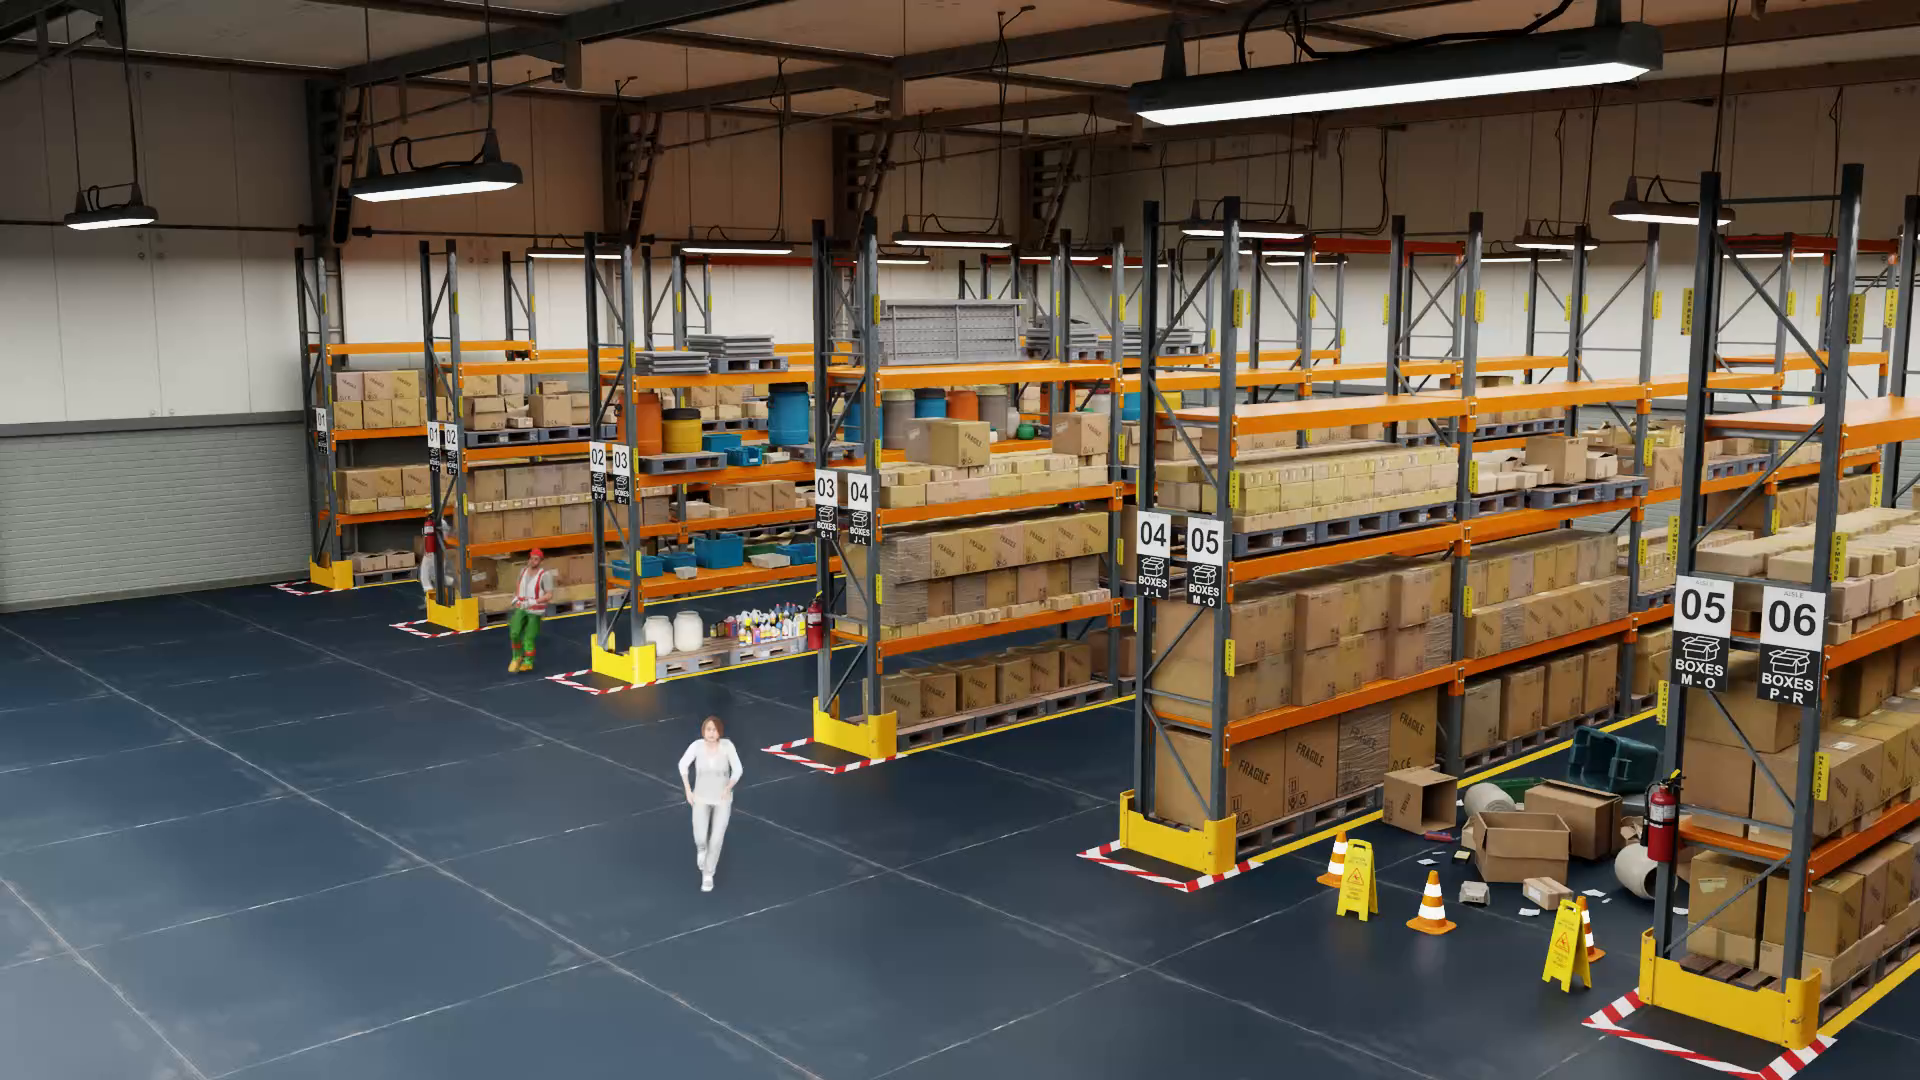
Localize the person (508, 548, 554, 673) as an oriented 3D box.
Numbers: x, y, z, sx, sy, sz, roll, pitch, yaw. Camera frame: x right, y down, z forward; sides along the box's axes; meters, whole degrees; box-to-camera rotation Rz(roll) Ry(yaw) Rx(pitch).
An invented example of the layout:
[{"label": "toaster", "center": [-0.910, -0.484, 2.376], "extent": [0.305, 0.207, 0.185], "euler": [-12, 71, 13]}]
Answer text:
[{"label": "person", "center": [-5.878, 0.970, 22.698], "extent": [0.694, 1.715, 0.652], "euler": [1, 8, 9]}]

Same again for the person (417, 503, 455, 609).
[{"label": "person", "center": [-8.708, 0.242, 27.768], "extent": [0.683, 1.774, 0.833], "euler": [7, 11, 39]}]

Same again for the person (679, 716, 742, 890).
[{"label": "person", "center": [-2.171, 2.291, 14.531], "extent": [0.548, 1.558, 0.523], "euler": [-1, 8, -9]}]
